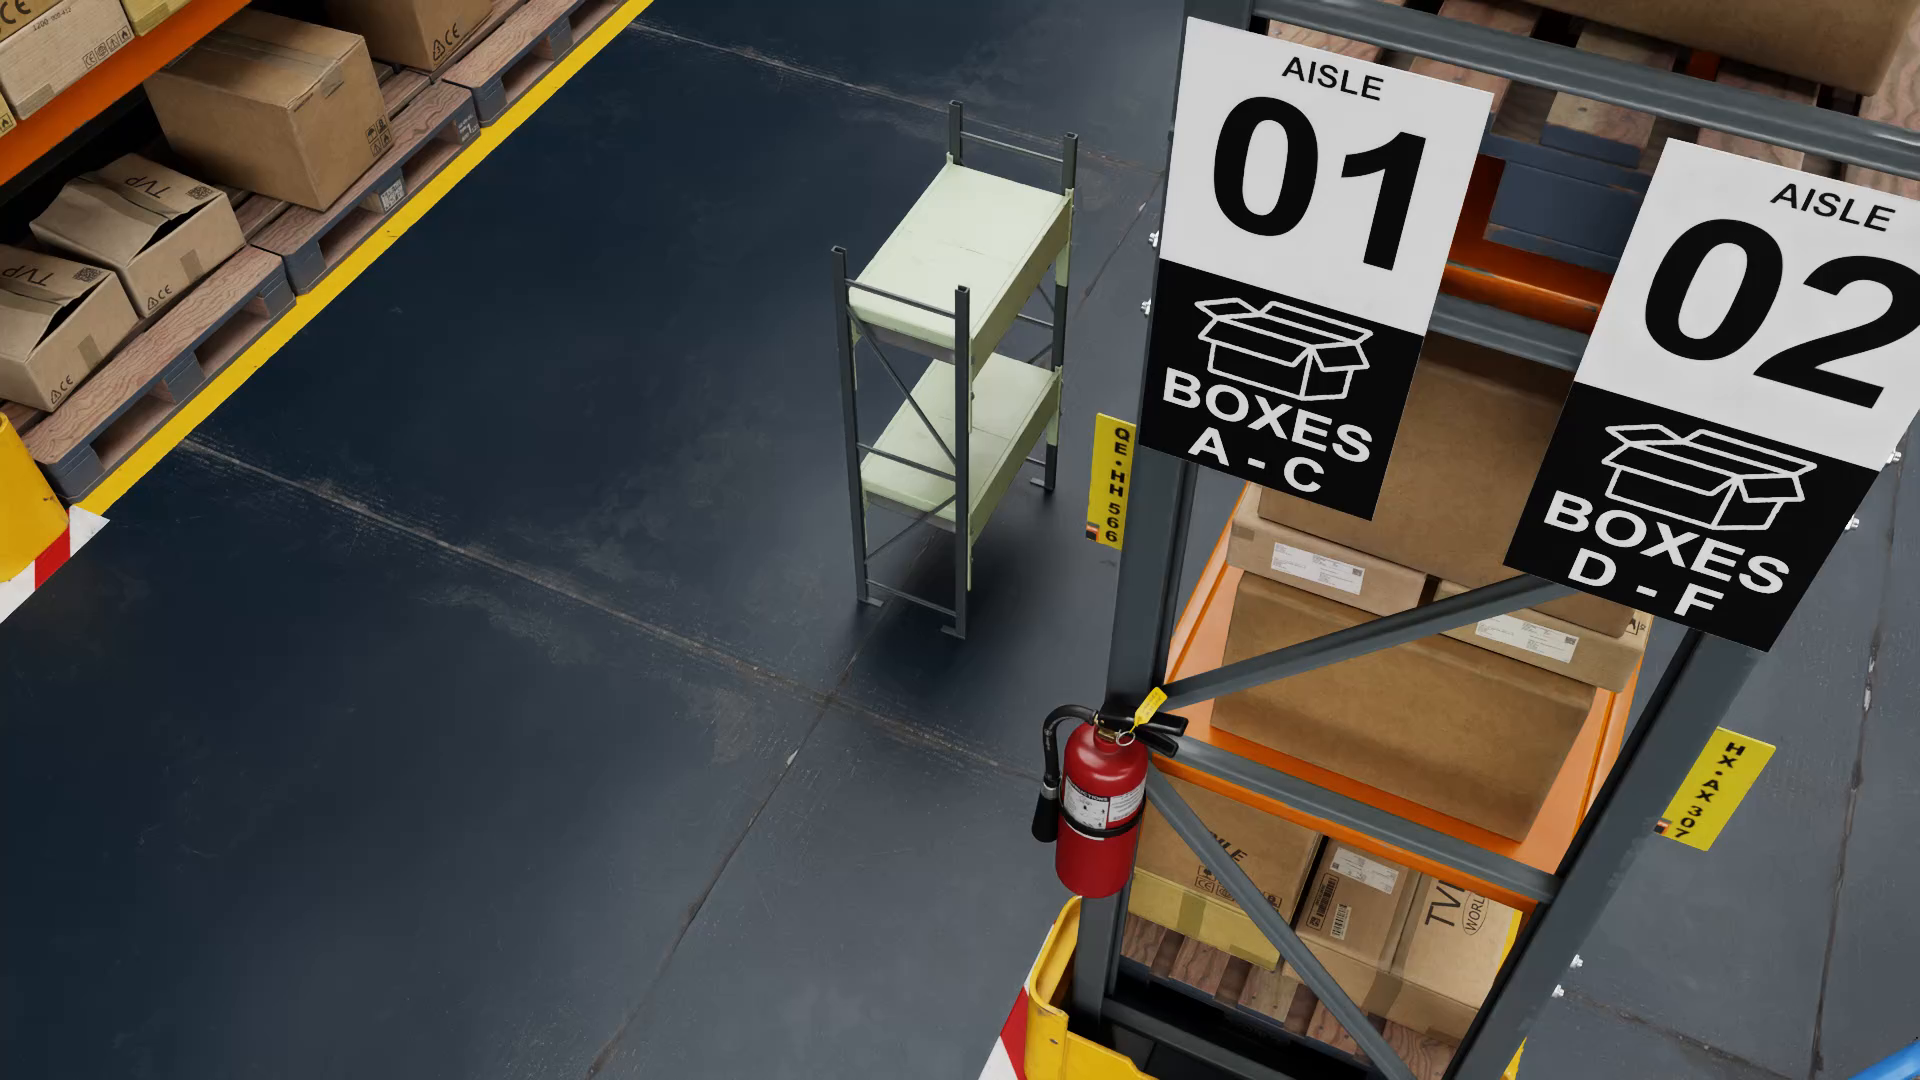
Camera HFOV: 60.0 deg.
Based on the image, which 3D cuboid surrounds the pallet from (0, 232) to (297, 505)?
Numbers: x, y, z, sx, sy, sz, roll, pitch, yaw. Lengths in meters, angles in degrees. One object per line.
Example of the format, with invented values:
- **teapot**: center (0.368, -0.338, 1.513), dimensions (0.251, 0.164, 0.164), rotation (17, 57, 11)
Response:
- **pallet**: center (-3.306, -0.762, 6.260), dimensions (1.003, 0.211, 1.213), rotation (20, 52, 16)

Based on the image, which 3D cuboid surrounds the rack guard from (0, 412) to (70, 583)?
- **rack guard**: center (-3.685, -0.308, 5.684), dimensions (1.175, 0.500, 0.348), rotation (20, 52, 16)

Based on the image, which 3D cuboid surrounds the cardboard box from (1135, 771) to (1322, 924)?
- **cardboard box**: center (0.723, 0.589, 4.316), dimensions (0.500, 0.500, 0.500), rotation (20, 52, 16)

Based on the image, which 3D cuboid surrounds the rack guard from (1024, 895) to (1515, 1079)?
- **rack guard**: center (0.753, 1.370, 4.256), dimensions (1.175, 0.500, 0.348), rotation (20, 52, 16)

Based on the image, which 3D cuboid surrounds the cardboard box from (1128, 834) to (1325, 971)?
- **cardboard box**: center (0.725, 0.833, 4.601), dimensions (0.500, 0.250, 0.500), rotation (20, 52, 16)

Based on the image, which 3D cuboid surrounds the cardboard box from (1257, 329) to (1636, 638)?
- **cardboard box**: center (0.997, -0.263, 3.087), dimensions (0.700, 0.500, 0.500), rotation (20, 52, 16)

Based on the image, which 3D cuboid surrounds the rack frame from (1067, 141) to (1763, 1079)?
- **rack frame**: center (0.763, 0.544, 3.318), dimensions (1.000, 3.000, 0.127), rotation (20, 52, 16)

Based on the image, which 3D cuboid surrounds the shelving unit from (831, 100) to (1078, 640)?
- **shelving unit**: center (-0.003, -0.481, 5.175), dimensions (0.431, 1.500, 0.755), rotation (20, 52, 16)

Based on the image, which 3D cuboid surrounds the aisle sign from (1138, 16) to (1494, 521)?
- **aisle sign**: center (0.470, -0.349, 2.371), dimensions (0.394, 0.787, 0.004), rotation (20, 52, 16)

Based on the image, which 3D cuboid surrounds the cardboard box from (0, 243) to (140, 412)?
- **cardboard box**: center (-3.340, -0.784, 5.924), dimensions (0.500, 0.311, 0.500), rotation (14, 51, 12)

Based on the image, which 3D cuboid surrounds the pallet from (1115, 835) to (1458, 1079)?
- **pallet**: center (1.052, 0.907, 4.840), dimensions (1.003, 0.211, 1.213), rotation (20, 52, 16)

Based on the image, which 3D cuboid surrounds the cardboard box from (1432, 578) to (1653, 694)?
- **cardboard box**: center (1.126, 0.101, 3.203), dimensions (0.380, 0.149, 0.250), rotation (19, 52, 16)

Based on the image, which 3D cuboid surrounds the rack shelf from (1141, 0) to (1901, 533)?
- **rack shelf**: center (1.618, -1.573, 3.621), dimensions (1.077, 0.370, 4.000), rotation (20, 52, 16)

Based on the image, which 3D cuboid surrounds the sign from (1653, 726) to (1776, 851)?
- **sign**: center (1.263, 0.422, 2.801), dimensions (0.100, 0.325, 0.005), rotation (20, 52, 16)

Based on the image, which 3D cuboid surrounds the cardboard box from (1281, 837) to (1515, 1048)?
- **cardboard box**: center (1.194, 1.002, 4.458), dimensions (0.500, 0.250, 0.500), rotation (20, 52, 16)

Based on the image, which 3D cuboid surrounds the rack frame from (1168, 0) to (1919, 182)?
- **rack frame**: center (0.763, -1.401, 1.033), dimensions (1.000, 3.000, 0.127), rotation (20, 52, 16)

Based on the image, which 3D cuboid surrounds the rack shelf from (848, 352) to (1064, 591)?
- **rack shelf**: center (-0.003, -0.270, 5.423), dimensions (0.431, 0.370, 0.720), rotation (20, 52, 16)

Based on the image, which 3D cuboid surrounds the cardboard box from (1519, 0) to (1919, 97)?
- **cardboard box**: center (1.013, -1.038, 2.259), dimensions (0.797, 0.503, 0.637), rotation (23, 53, 18)

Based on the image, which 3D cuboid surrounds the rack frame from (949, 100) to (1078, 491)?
- **rack frame**: center (0.154, -0.733, 5.389), dimensions (0.400, 1.500, 0.023), rotation (20, 52, 16)

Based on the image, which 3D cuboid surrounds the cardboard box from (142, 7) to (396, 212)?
- **cardboard box**: center (-2.738, -1.727, 6.602), dimensions (0.700, 0.500, 0.500), rotation (17, 52, 14)

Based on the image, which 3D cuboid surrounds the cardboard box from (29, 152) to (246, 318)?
- **cardboard box**: center (-3.097, -1.177, 6.258), dimensions (0.500, 0.311, 0.500), rotation (24, 54, 19)

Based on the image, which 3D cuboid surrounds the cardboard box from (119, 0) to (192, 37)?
- **cardboard box**: center (-2.790, -1.967, 5.540), dimensions (0.500, 0.250, 0.500), rotation (19, 52, 16)

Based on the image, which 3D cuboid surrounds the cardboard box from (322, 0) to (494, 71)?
- **cardboard box**: center (-2.415, -2.425, 7.196), dimensions (0.500, 0.500, 0.500), rotation (16, 52, 13)

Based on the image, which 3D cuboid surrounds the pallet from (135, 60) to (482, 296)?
- **pallet**: center (-2.783, -1.599, 6.972), dimensions (1.003, 0.211, 1.213), rotation (20, 52, 16)

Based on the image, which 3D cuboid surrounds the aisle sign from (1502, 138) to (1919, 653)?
- **aisle sign**: center (1.012, -0.154, 2.205), dimensions (0.394, 0.787, 0.004), rotation (20, 52, 16)

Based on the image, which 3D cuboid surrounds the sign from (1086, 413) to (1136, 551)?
- **sign**: center (0.279, -0.095, 2.945), dimensions (0.100, 0.325, 0.005), rotation (20, 52, 16)

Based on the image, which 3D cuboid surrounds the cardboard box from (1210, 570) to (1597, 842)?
- **cardboard box**: center (0.974, 0.194, 3.550), dimensions (0.700, 0.500, 0.500), rotation (20, 52, 16)

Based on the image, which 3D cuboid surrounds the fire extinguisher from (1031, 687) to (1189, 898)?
- **fire extinguisher**: center (0.293, 0.499, 3.407), dimensions (0.296, 0.674, 0.183), rotation (20, 52, 16)

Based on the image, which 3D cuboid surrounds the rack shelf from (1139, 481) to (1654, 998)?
- **rack shelf**: center (1.618, -0.600, 4.764), dimensions (1.077, 0.370, 4.000), rotation (20, 52, 16)

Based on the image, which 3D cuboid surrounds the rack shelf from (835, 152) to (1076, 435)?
- **rack shelf**: center (-0.003, -0.734, 4.878), dimensions (0.431, 0.370, 0.720), rotation (20, 52, 16)

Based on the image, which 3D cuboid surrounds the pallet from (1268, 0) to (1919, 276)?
- **pallet**: center (1.089, -0.878, 2.616), dimensions (1.003, 0.211, 1.213), rotation (20, 52, 16)

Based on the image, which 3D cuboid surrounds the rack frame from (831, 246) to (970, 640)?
- **rack frame**: center (-0.159, -0.229, 4.960), dimensions (0.400, 1.500, 0.023), rotation (20, 52, 16)

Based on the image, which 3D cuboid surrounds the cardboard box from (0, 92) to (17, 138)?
- **cardboard box**: center (-3.222, -1.256, 4.935), dimensions (0.500, 0.250, 0.500), rotation (18, 52, 15)

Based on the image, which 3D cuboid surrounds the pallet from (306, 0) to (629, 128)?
- **pallet**: center (-2.263, -2.442, 7.690), dimensions (1.003, 0.211, 1.213), rotation (20, 52, 16)

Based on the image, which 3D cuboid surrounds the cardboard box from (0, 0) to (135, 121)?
- **cardboard box**: center (-3.013, -1.618, 5.243), dimensions (0.500, 0.250, 0.500), rotation (18, 52, 15)

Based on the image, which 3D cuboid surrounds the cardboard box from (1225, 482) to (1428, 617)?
- **cardboard box**: center (0.754, -0.024, 3.309), dimensions (0.380, 0.149, 0.250), rotation (19, 52, 15)
